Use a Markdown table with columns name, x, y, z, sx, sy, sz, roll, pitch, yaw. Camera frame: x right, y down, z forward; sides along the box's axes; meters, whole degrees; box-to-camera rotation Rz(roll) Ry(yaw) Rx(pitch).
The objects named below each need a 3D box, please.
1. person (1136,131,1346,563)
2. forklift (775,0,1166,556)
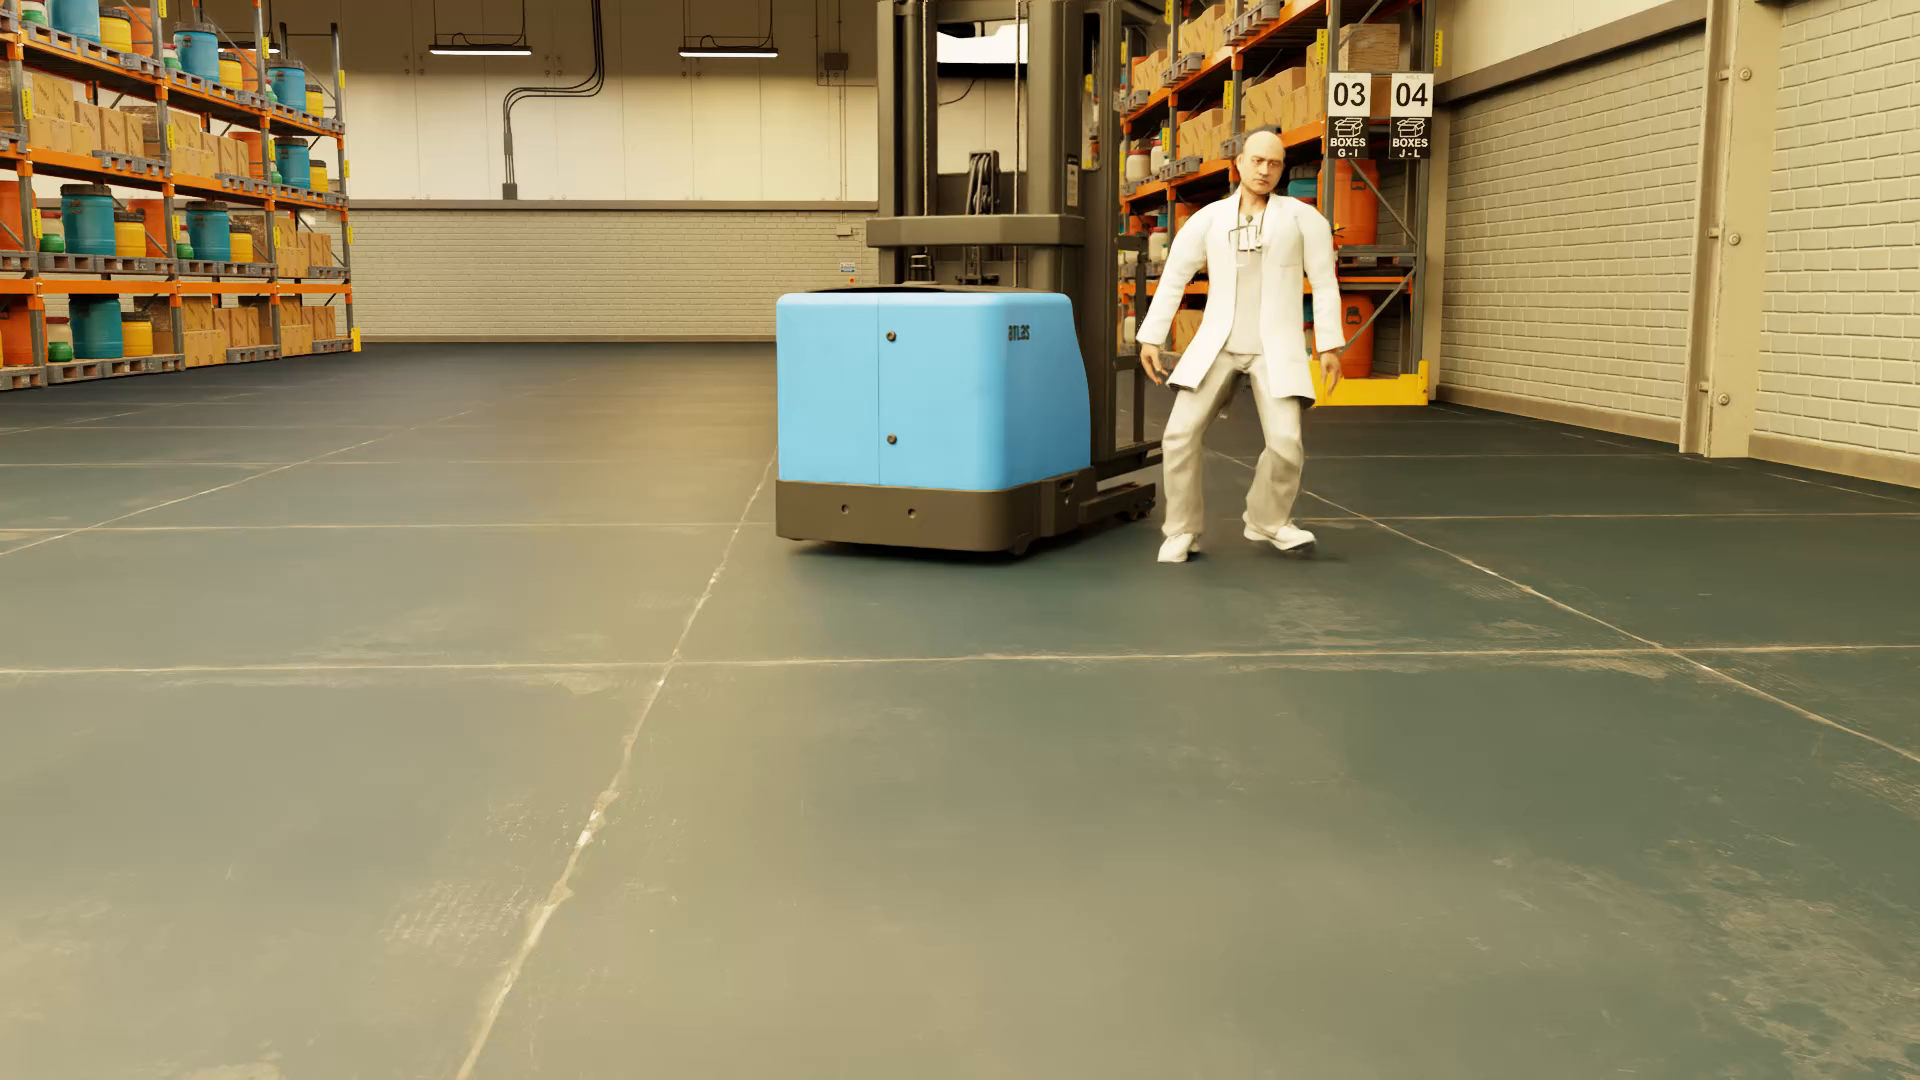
| name | x | y | z | sx | sy | sz | roll | pitch | yaw |
| --- | --- | --- | --- | --- | --- | --- | --- | --- | --- |
| person | 1.113 | -0.770 | 6.700 | 0.841 | 1.719 | 0.504 | 3 | 9 | 21 |
| forklift | 0.305 | -1.562 | 7.848 | 1.130 | 2.935 | 3.031 | 4 | 9 | 24 |
